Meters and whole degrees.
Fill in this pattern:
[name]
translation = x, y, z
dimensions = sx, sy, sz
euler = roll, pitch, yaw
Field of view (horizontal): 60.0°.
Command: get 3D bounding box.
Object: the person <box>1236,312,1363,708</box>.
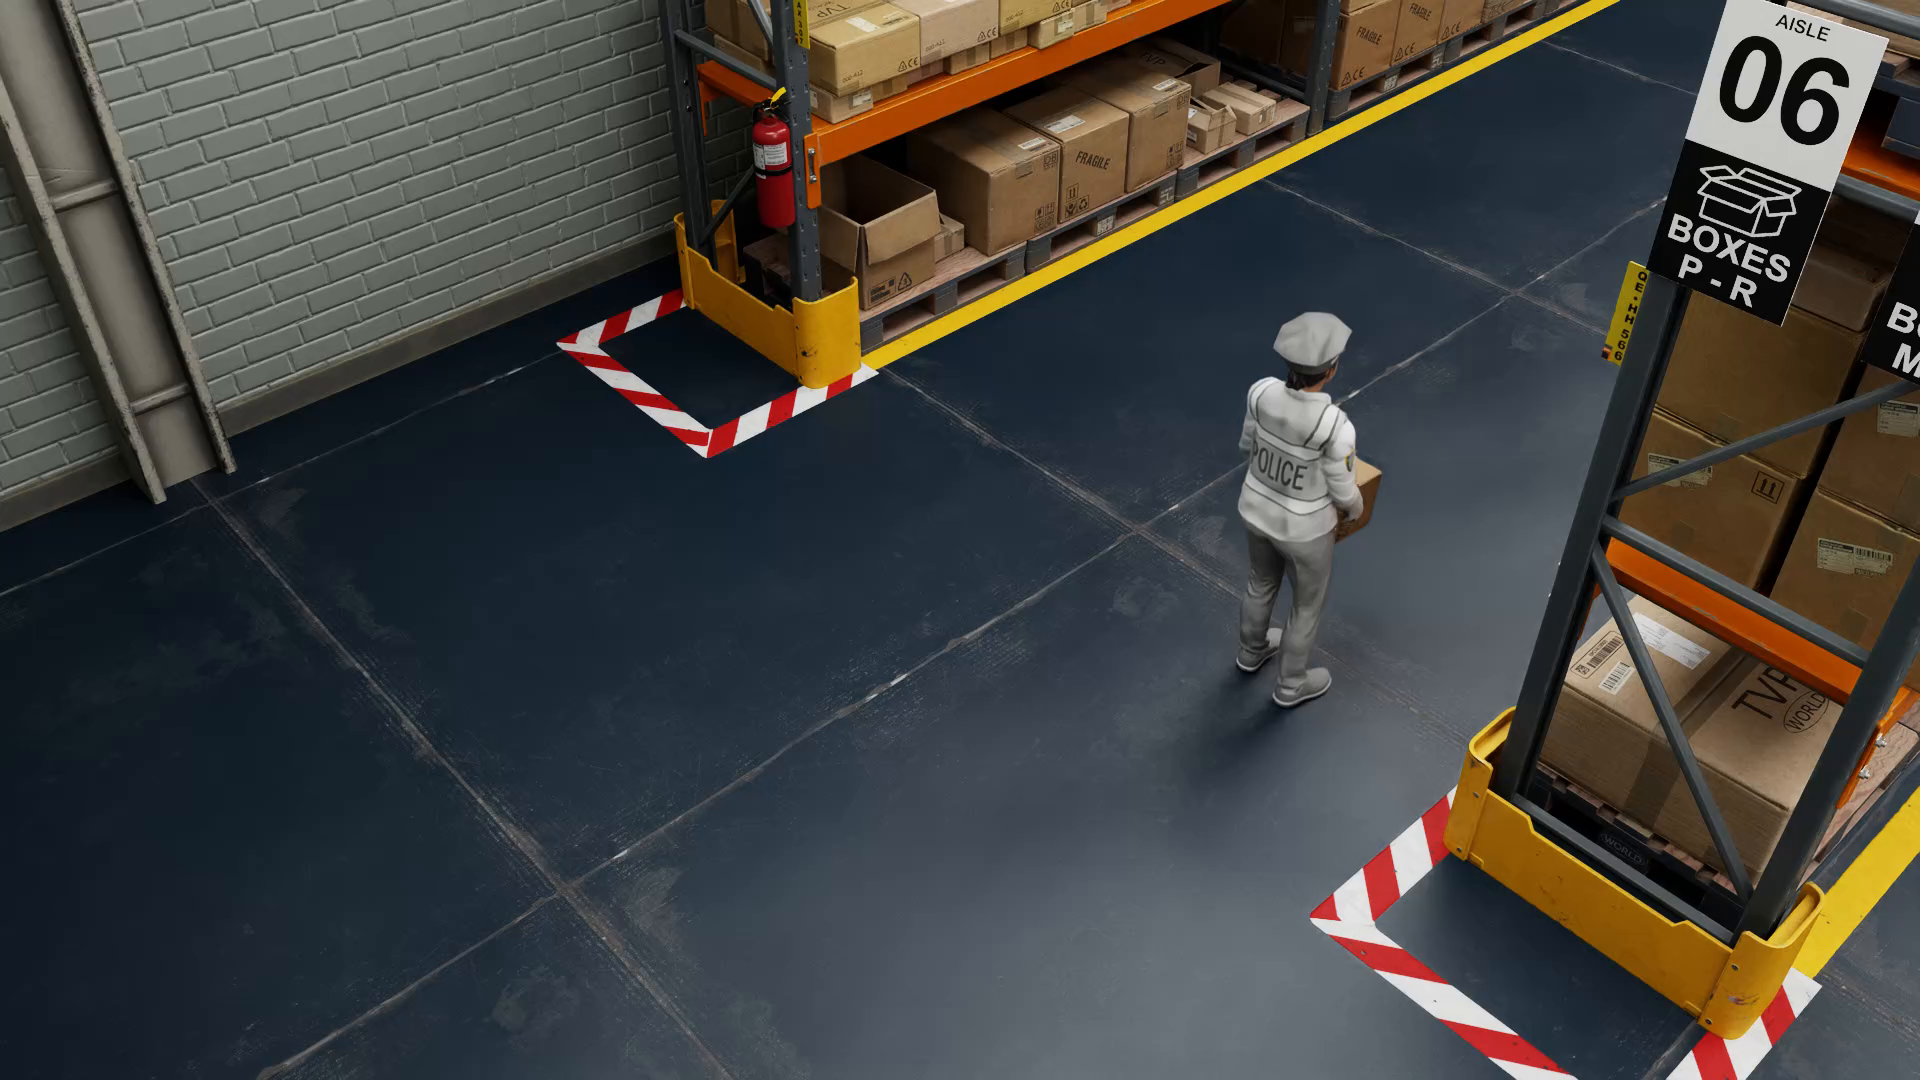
[person]
translation = 1.266, -0.108, 6.265
dimensions = 0.425, 1.686, 0.498
euler = -31, 49, -32
